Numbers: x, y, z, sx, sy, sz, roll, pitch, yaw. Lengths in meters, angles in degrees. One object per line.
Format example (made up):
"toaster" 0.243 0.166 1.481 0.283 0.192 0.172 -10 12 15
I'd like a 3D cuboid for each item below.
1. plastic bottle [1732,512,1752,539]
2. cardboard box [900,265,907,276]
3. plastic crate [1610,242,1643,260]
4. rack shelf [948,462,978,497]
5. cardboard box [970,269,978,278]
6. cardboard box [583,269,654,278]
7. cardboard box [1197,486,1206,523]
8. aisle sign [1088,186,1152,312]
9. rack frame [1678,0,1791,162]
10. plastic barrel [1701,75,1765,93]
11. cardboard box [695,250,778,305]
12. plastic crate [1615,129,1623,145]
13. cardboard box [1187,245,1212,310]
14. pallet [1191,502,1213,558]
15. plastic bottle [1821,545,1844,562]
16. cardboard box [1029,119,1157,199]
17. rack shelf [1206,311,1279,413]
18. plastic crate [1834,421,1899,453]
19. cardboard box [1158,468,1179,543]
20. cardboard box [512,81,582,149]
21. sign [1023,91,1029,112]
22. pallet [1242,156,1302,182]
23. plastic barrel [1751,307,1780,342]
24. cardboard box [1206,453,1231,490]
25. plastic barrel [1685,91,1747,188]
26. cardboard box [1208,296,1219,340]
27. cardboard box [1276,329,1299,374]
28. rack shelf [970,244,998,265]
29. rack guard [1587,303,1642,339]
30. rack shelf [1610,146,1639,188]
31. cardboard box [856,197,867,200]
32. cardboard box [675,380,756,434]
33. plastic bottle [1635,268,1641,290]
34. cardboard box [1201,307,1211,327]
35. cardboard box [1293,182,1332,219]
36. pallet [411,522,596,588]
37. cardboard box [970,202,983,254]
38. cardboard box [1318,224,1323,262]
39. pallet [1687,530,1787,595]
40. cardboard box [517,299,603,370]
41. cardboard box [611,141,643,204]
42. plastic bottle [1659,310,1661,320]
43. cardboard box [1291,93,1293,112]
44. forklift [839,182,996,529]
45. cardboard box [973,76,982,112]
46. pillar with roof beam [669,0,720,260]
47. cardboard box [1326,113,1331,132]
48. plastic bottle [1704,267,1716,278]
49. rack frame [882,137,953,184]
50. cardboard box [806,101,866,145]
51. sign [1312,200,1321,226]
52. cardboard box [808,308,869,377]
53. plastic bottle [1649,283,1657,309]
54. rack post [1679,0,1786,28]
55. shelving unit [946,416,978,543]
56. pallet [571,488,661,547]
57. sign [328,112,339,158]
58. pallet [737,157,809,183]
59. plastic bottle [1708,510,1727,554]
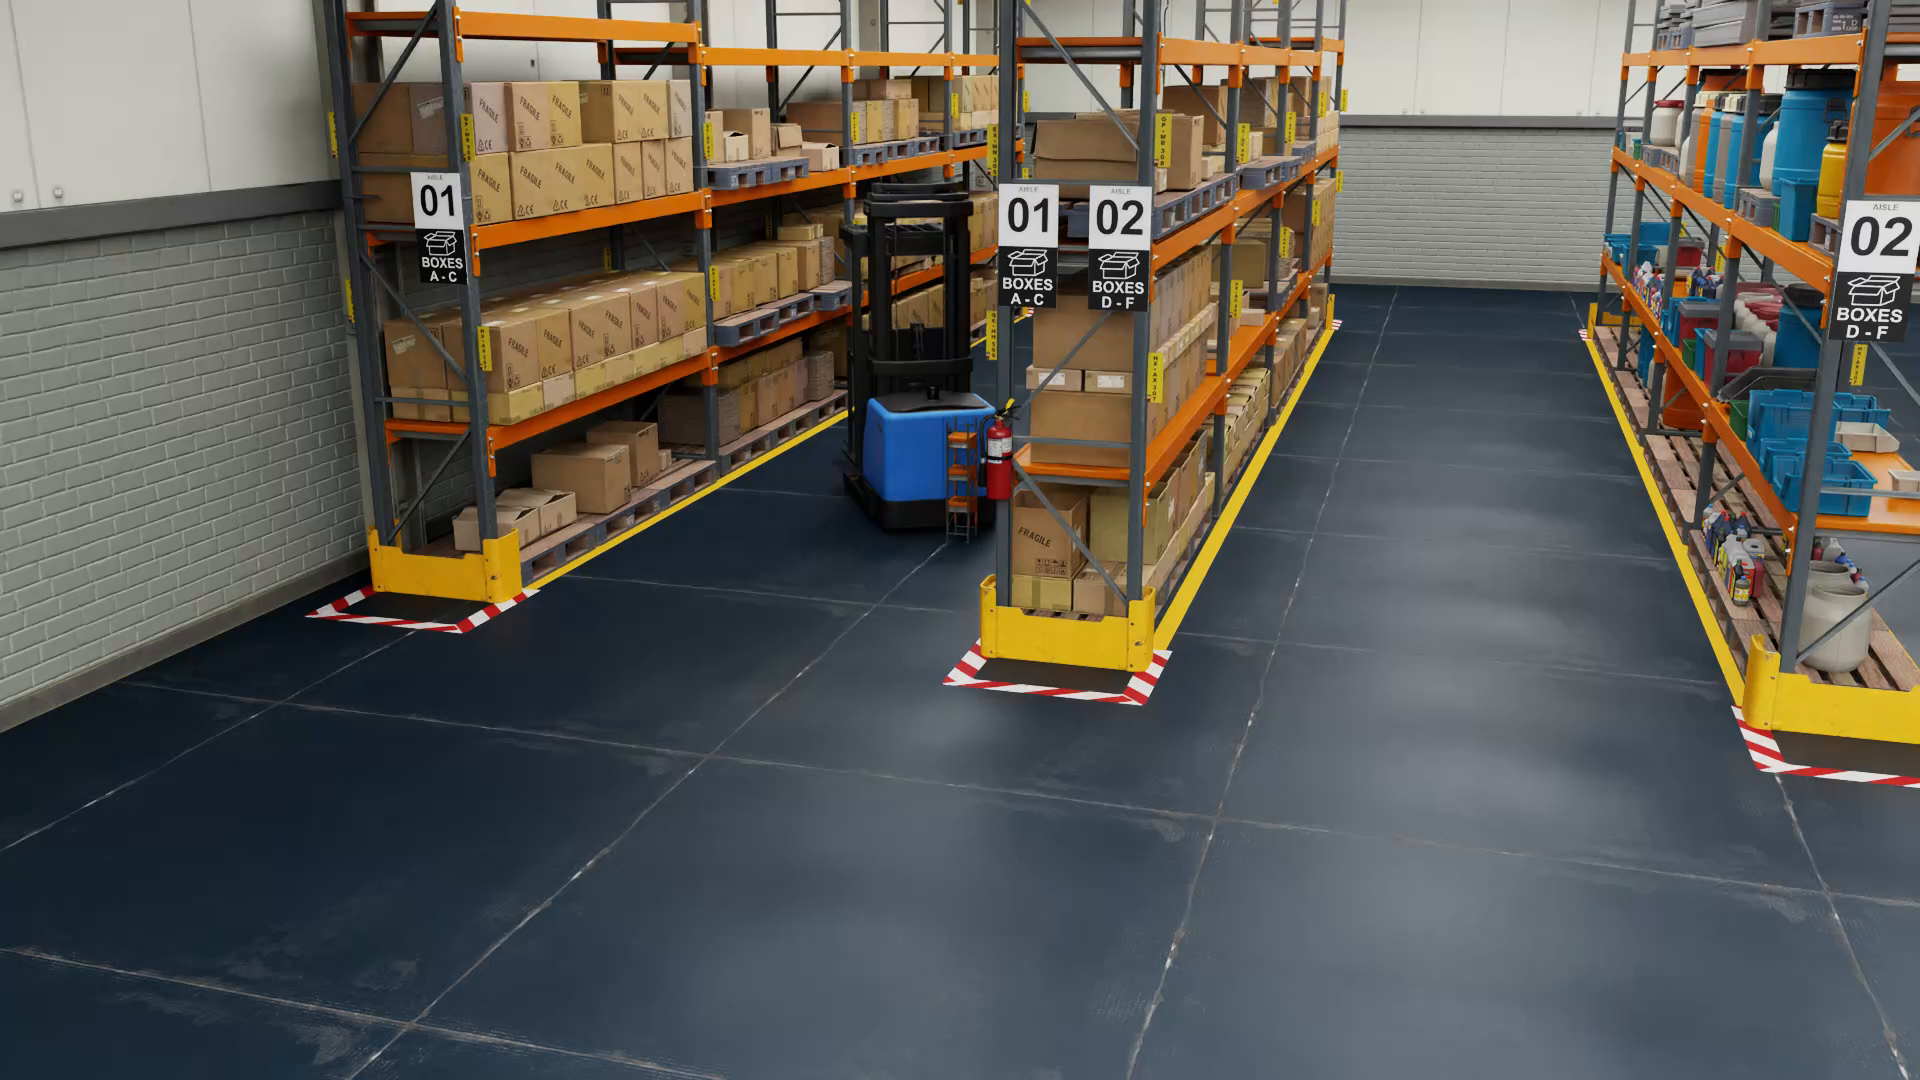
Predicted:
"plastic bottle" 6.136 -0.054 13.072 0.144 0.351 0.185 5 16 16
"cardboard box" -0.914 -3.549 21.769 0.380 0.149 0.250 5 17 18
"plastic crate" 9.276 -4.011 23.172 0.416 0.233 0.300 5 16 16
"rack shelf" 0.015 -0.509 14.238 0.215 0.259 0.240 5 16 16
"cardboard box" 0.063 -4.186 26.212 0.380 0.149 0.250 5 17 16
"cardboard box" -3.207 -2.267 15.689 0.500 0.500 0.500 4 16 15
"cardboard box" 1.804 -0.303 14.171 0.500 0.250 0.500 5 16 16
"aisle sign" 1.016 -1.856 10.610 0.394 0.787 0.004 5 16 16
"rack frame" 7.762 -5.240 16.312 1.000 3.000 0.127 5 16 16
"plastic barrel" 7.926 -4.354 17.128 0.600 0.830 0.708 5 16 16
"cardboard box" -2.373 -2.786 17.666 0.700 0.500 0.500 7 17 24
"plastic crate" 9.659 -5.748 23.839 0.497 0.269 0.590 5 16 16
"cardboard box" 1.757 -2.248 14.197 0.700 0.500 0.500 5 17 16
"pallet" 1.611 -0.146 14.457 1.003 0.211 1.213 5 16 16
"plastic bottle" 6.523 0.159 12.456 0.152 0.276 0.135 5 17 17
"cardboard box" 0.908 -2.558 11.138 0.797 0.503 0.637 6 17 20
"rack shelf" 2.446 -1.869 16.742 1.077 0.370 4.000 5 16 16
"plastic crate" 6.407 -0.736 11.910 0.530 0.136 0.437 5 16 16
"cardboard box" 1.376 -0.272 12.685 0.500 0.500 0.500 5 16 16
"cardboard box" -3.342 -3.355 13.112 0.500 0.500 0.500 5 17 17
"sign" 1.053 -7.000 26.538 0.100 0.325 0.005 5 16 16
"pallet" 2.907 -3.907 17.454 1.213 0.211 1.003 5 17 18
"plastic barrel" 7.316 -1.798 14.922 0.433 0.535 0.433 0 16 0
"cardboard box" 2.230 -0.658 15.421 0.500 0.250 0.500 4 16 15
"plastic barrel" 7.321 -3.840 15.955 0.600 0.901 0.600 0 16 0
"cardboard box" 2.261 -2.078 15.975 0.500 0.500 0.500 6 17 20
"cardboard box" 3.994 -2.383 21.009 0.500 0.500 0.500 5 17 17
"rack shelf" -0.031 -4.346 25.472 1.077 0.370 4.000 5 16 16
"rack guard" 10.030 -3.251 24.877 1.175 0.500 0.348 5 16 16
"rack shelf" 9.467 -5.020 22.354 1.077 0.370 4.000 5 16 16
"cardboard box" -1.122 -4.493 22.532 0.500 0.250 0.500 5 17 17
"cardboard box" -2.581 -1.418 17.605 0.700 0.500 0.500 4 16 15
"plastic bottle" 8.305 -3.183 20.292 0.097 0.271 0.097 0 16 0
"cardboard box" 1.933 -1.900 14.160 0.380 0.149 0.250 4 16 15
"cardboard box" 5.139 -4.955 24.286 0.500 0.500 0.500 5 17 17
"pallet" -3.723 0.083 13.650 1.003 0.211 1.213 5 16 16
"cardboard box" -0.217 -4.644 24.656 0.980 0.700 0.700 4 16 14
"cardboard box" 4.844 -4.211 23.494 0.500 0.500 0.500 5 16 16
"pallet" 6.395 0.207 13.214 1.003 0.211 1.213 5 16 16
"cardboard box" -3.283 -1.692 13.662 0.500 0.500 0.500 4 16 14
"cardboard box" -3.057 -3.146 14.206 0.500 0.500 0.500 4 16 14
"plastic bottle" 7.468 -2.437 17.636 0.061 0.283 0.133 5 16 16
"cardboard box" 3.937 -5.401 21.239 0.600 0.600 0.600 3 16 11
"forklift" -0.504 -1.868 15.545 1.130 2.935 3.031 -4 16 -13
"cardboard box" 0.012 -6.450 24.023 0.500 0.500 0.500 4 16 15
"pillar with roof beam" 1.192 -5.401 16.881 9.100 9.000 0.400 5 16 16
"cardboard box" 4.963 -5.896 23.482 0.500 0.250 0.500 5 16 16
"plastic bottle" 8.899 -3.062 19.719 0.144 0.351 0.185 5 16 16
"rack frame" -0.600 -4.168 23.529 1.000 3.000 0.127 5 16 16
"cardboard box" -1.553 -5.099 20.322 0.700 0.500 0.500 4 16 13
"sign" 4.684 -4.300 21.871 0.100 0.325 0.005 5 16 16
"cardboard box" -1.402 -2.472 20.718 0.750 0.750 0.750 4 16 15
"plastic bottle" 7.793 -2.736 18.691 0.061 0.283 0.133 5 16 16
"rack post" 7.929 -5.396 17.002 0.954 0.300 0.937 5 16 16
"shelving unit" 0.015 -0.519 14.235 0.215 1.050 0.252 5 16 16
"pallet" -3.375 -0.235 14.772 1.003 0.211 1.213 5 16 16
"sign" -4.536 -2.946 12.100 0.100 0.325 0.005 5 16 16
"pallet" -2.304 -3.853 17.264 1.213 0.211 1.003 5 16 16
"plastic bottle" 5.998 -0.065 13.111 0.144 0.351 0.185 5 17 17
